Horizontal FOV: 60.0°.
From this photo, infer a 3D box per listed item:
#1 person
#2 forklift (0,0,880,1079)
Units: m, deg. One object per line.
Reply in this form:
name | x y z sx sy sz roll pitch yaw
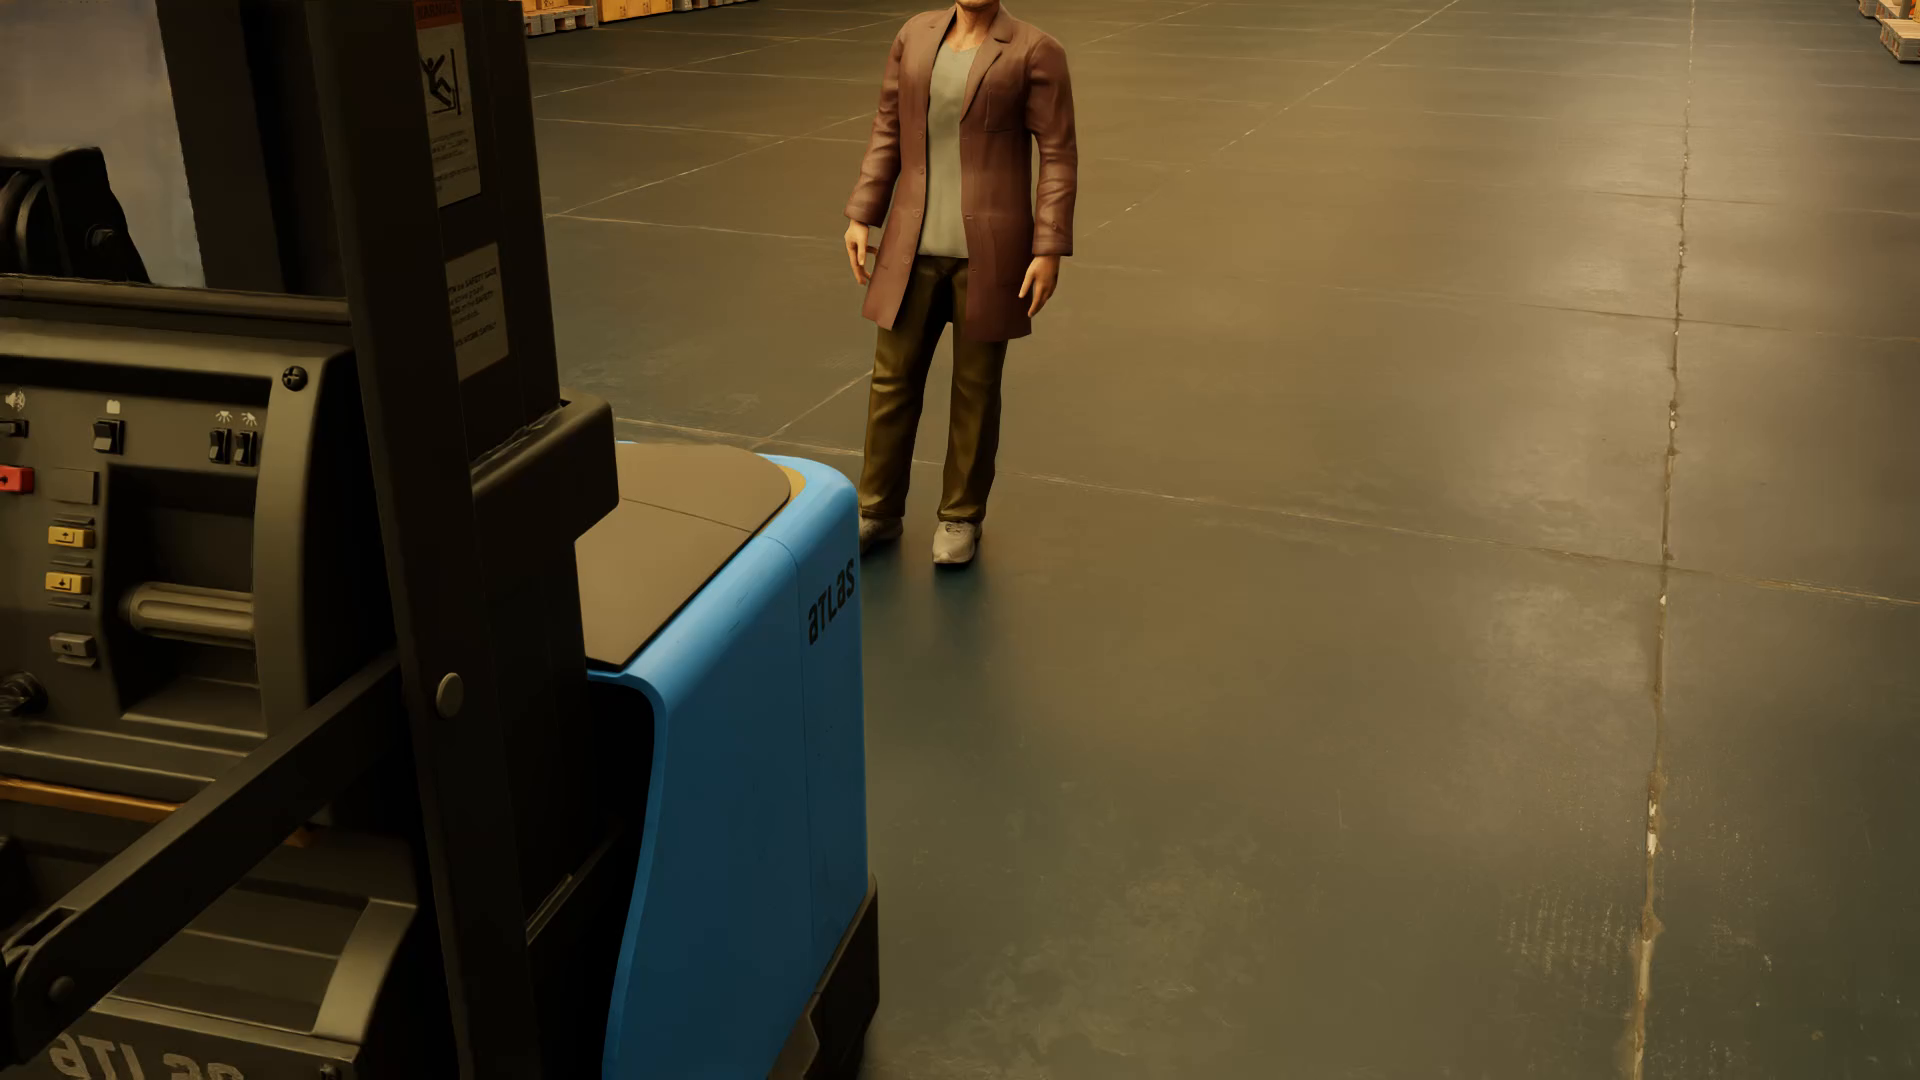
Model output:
person | -0.038 -0.795 4.670 0.698 1.777 0.579 9 24 21
forklift | -1.014 0.014 1.259 1.130 2.935 3.031 6 23 14
